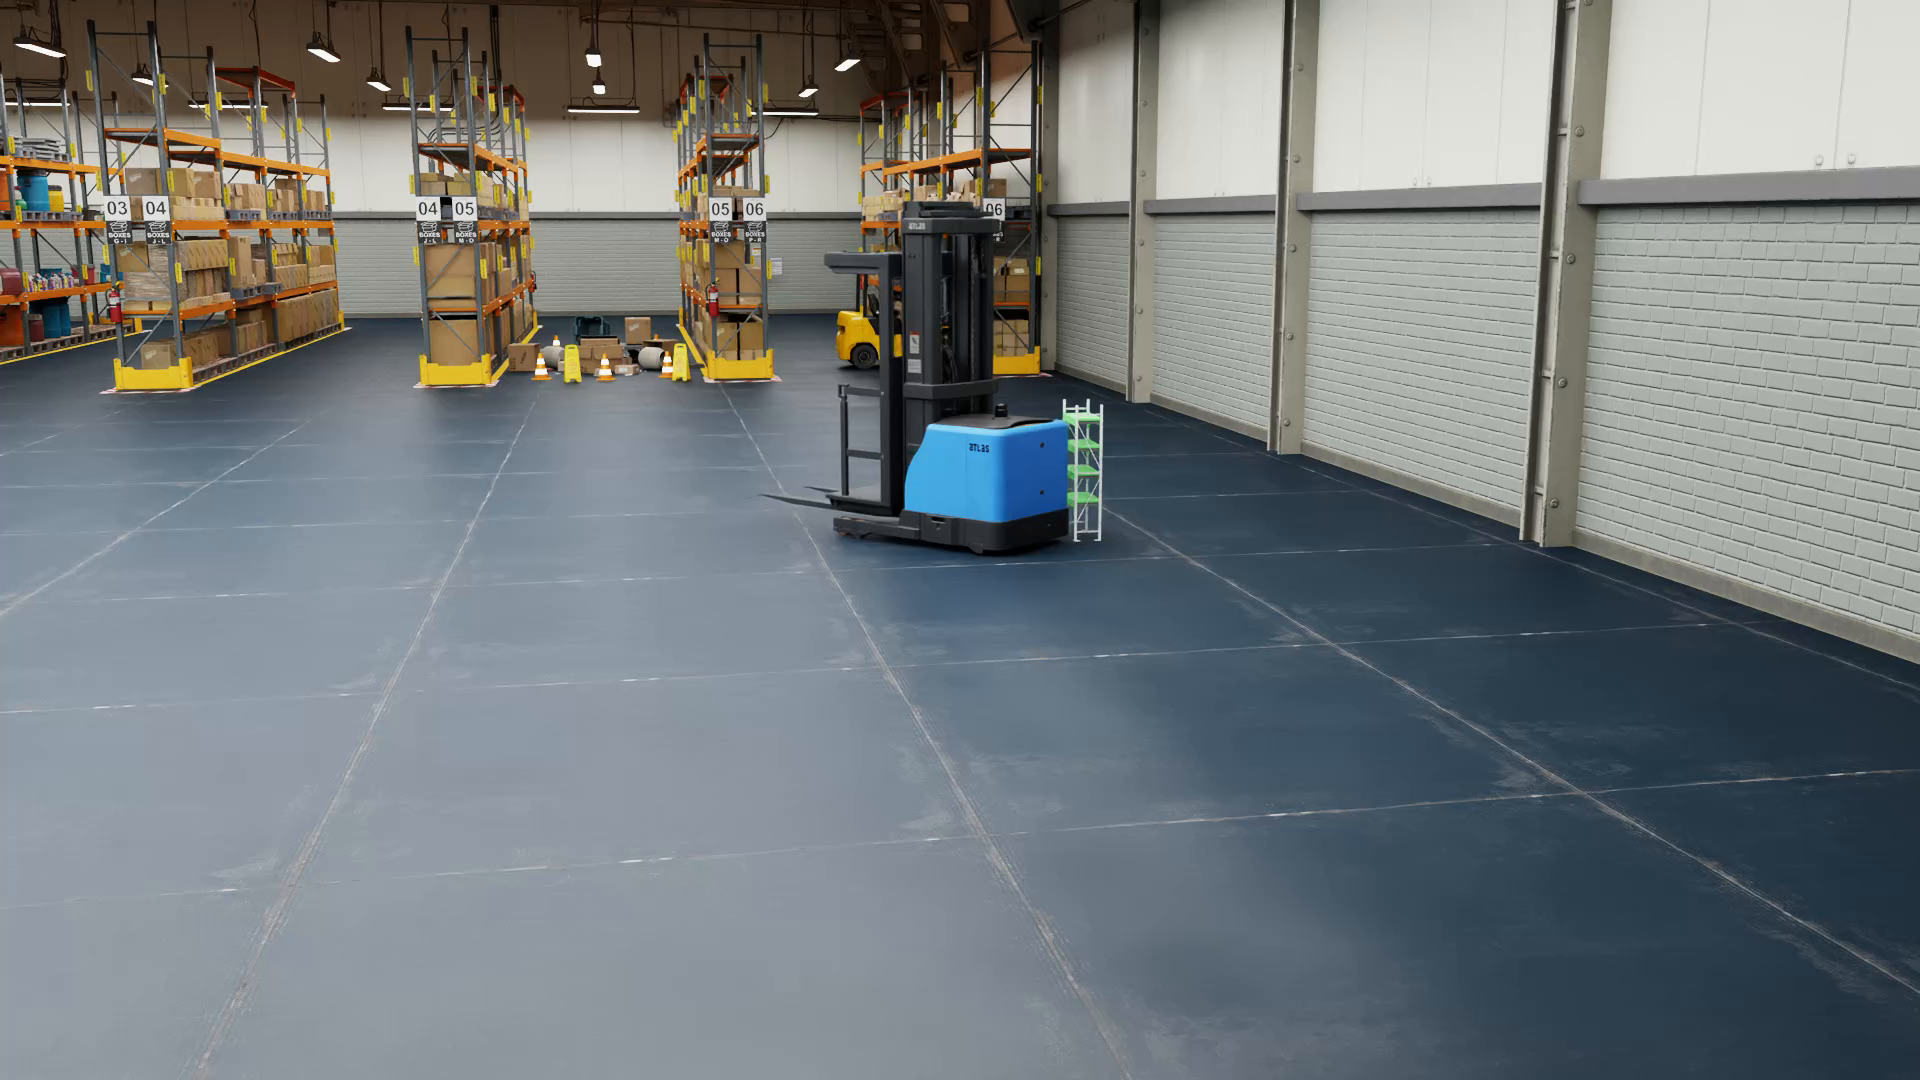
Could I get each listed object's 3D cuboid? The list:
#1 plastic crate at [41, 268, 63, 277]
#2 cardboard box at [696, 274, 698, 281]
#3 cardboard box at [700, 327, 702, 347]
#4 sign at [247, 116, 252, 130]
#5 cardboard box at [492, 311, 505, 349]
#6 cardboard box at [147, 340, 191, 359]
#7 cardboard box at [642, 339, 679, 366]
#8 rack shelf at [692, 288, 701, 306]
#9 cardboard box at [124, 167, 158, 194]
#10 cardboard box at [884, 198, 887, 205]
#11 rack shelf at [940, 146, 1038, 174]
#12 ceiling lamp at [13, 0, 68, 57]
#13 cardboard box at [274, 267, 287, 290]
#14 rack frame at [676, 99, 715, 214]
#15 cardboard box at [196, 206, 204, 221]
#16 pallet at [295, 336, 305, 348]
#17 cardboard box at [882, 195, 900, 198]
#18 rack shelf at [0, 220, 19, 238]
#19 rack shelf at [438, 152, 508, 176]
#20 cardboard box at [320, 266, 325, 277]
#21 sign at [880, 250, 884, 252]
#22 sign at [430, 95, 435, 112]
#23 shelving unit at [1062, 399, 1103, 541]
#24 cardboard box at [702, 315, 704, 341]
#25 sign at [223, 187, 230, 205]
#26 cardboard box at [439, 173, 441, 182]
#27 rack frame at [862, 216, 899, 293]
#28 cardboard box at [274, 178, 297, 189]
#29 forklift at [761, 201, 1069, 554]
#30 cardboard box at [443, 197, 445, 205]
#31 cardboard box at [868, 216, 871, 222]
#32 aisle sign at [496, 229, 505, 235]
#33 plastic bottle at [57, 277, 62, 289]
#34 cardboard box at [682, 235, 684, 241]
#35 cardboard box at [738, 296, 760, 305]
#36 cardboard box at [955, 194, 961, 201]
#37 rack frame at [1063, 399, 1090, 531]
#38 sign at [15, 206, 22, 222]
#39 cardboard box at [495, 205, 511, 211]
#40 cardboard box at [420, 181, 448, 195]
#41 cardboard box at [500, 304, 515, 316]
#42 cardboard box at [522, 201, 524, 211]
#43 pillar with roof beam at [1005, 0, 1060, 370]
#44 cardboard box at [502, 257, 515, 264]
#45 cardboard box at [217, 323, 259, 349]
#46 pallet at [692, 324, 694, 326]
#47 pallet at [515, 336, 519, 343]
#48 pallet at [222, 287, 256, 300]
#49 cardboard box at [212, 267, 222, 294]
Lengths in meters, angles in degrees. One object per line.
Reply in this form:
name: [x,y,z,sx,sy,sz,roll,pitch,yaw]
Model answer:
plastic crate: [-21.309,-6.168,38.962,0.392,0.384,0.575,-2,11,-11]
cardboard box: [-5.582,-5.740,36.382,0.380,0.149,0.250,-2,11,-11]
cardboard box: [-4.996,-4.290,35.116,0.950,0.372,0.625,-1,11,-7]
sign: [-16.574,-9.721,38.782,0.100,0.325,0.005,-2,11,-11]
cardboard box: [-9.977,-4.336,34.351,1.050,0.750,0.750,-2,11,-11]
cardboard box: [-13.946,-3.254,29.333,0.500,0.500,0.500,1,11,4]
cardboard box: [-5.874,-3.674,32.653,0.500,0.500,0.500,6,12,28]
rack shelf: [-5.137,-5.160,35.707,1.077,0.370,4.000,-2,11,-11]
cardboard box: [-14.241,-6.242,29.045,0.500,0.500,0.500,-2,11,-11]
cardboard box: [-1.679,-8.381,41.172,0.380,0.149,0.250,-2,11,-12]
rack shelf: [0.509,-7.358,32.281,1.077,0.370,4.000,-2,11,-11]
ceiling lamp: [-16.556,-10.497,30.171,0.800,3.185,2.000,-2,11,-11]
cardboard box: [-15.177,-5.762,36.681,0.500,0.500,0.500,-2,11,-13]
rack frame: [-7.082,-10.294,44.715,1.000,3.000,0.127,-2,11,-11]
cardboard box: [-13.836,-5.831,29.686,0.500,0.250,0.500,-2,11,-9]
pallet: [-15.560,-4.520,37.881,1.003,0.211,1.213,-2,11,-11]
cardboard box: [-1.770,-8.670,42.472,0.500,0.250,0.500,-2,11,-11]
rack shelf: [-19.716,-6.093,32.586,1.077,0.370,4.000,-2,11,-11]
rack shelf: [-9.973,-7.712,34.140,1.077,0.370,4.000,-2,11,-11]
cardboard box: [-16.146,-6.698,41.472,0.500,0.250,0.500,-2,11,-11]
sign: [-1.967,-7.199,42.181,0.100,0.325,0.005,-2,11,-11]
sign: [-10.114,-8.371,31.898,0.100,0.325,0.005,-2,11,-11]
shelving unit: [1.083,-0.626,14.779,0.258,1.200,0.503,-2,11,-9]
cardboard box: [-4.898,-4.252,33.240,0.500,0.500,0.500,-2,11,-8]
sign: [-13.938,-6.535,31.601,0.100,0.325,0.005,-2,11,-11]
cardboard box: [-9.251,-6.307,28.935,0.380,0.149,0.250,-2,11,-11]
rack frame: [-2.214,-7.528,46.227,1.000,3.000,0.127,-2,11,-11]
cardboard box: [-16.201,-8.572,40.027,0.500,0.250,0.500,-3,11,-15]
forklift: [-0.507,-1.526,14.875,3.031,2.935,1.130,9,14,38]
cardboard box: [-9.350,-6.008,29.499,0.380,0.149,0.250,-2,11,-10]
cardboard box: [-2.264,-8.620,44.610,0.380,0.149,0.250,-2,11,-11]
aisle sign: [-12.226,-8.428,44.002,0.394,0.787,0.004,-2,11,-11]
plastic bottle: [-20.320,-5.792,37.437,0.152,0.276,0.135,-2,11,-11]
cardboard box: [-7.024,-7.845,43.215,0.380,0.149,0.250,-2,11,-12]
cardboard box: [-3.833,-4.359,30.248,0.380,0.149,0.250,-2,11,-11]
cardboard box: [0.111,-6.707,32.859,0.396,0.266,0.258,-2,11,-12]
rack frame: [1.043,-0.671,15.015,0.240,1.200,0.015,-2,11,-9]
sign: [-19.567,-6.783,34.568,0.100,0.325,0.005,-2,11,-11]
cardboard box: [-10.212,-7.318,36.835,0.500,0.500,0.500,-2,11,-11]
cardboard box: [-9.175,-6.095,28.890,0.500,0.250,0.500,-2,11,-10]
cardboard box: [-10.259,-5.163,37.359,0.500,0.250,0.500,-3,11,-14]
cardboard box: [-11.175,-8.342,41.543,0.500,0.250,0.500,-2,11,-10]
pillar with roof beam: [-2.576,-7.545,30.269,9.100,9.000,0.548,-2,11,-11]
cardboard box: [-10.769,-6.627,39.449,0.380,0.149,0.250,-2,11,-13]
cardboard box: [-14.859,-4.181,34.147,0.700,0.500,0.500,-1,11,-6]
pallet: [-6.375,-5.386,42.429,1.003,0.211,1.213,-2,11,-11]
pallet: [-10.512,-4.455,37.537,1.003,0.211,1.213,-2,11,-11]
pallet: [-14.475,-4.837,32.601,1.003,0.211,1.213,-2,11,-11]
cardboard box: [-14.442,-4.896,31.336,0.875,0.500,0.500,-2,11,-11]
